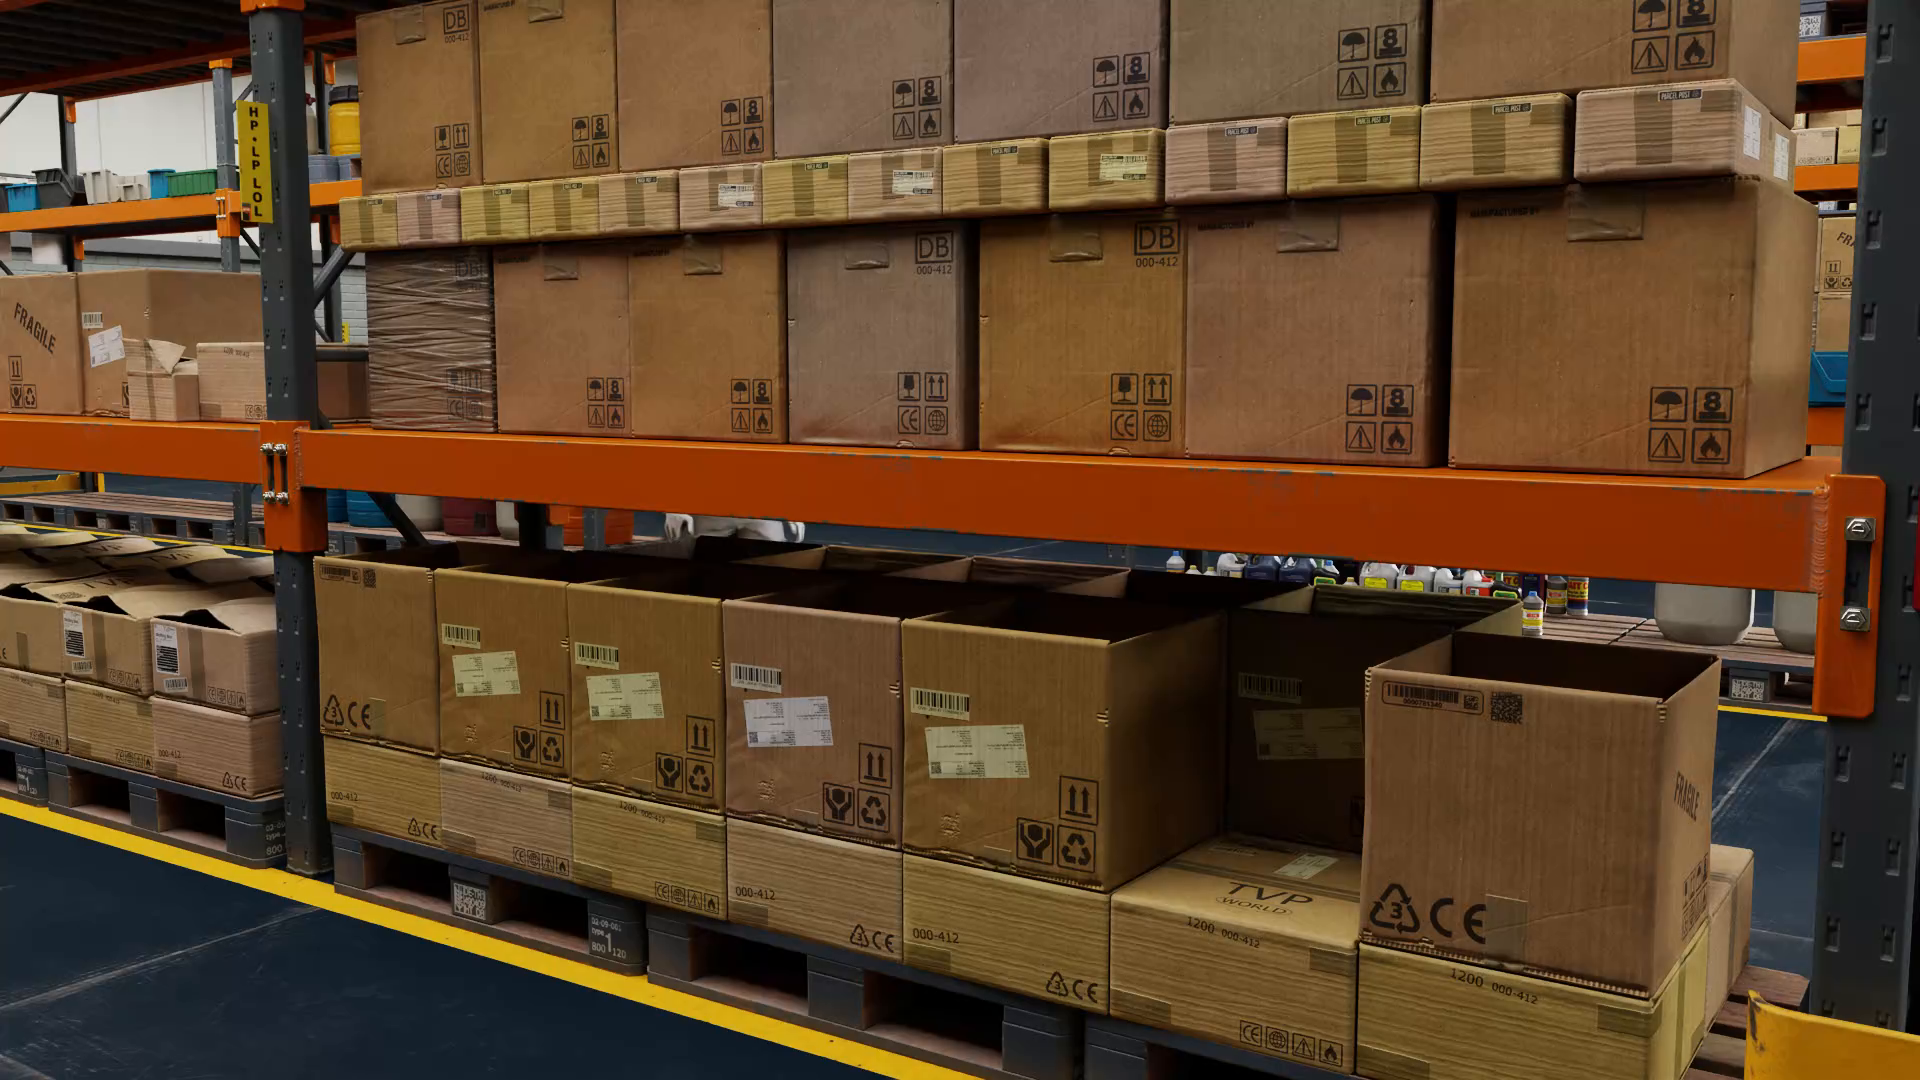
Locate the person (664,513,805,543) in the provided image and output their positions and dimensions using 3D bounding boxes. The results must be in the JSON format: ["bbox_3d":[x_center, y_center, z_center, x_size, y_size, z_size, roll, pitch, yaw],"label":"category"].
[{"bbox_3d":[-0.870,-0.102,6.426,0.561,1.792,0.530,-2,7,-18],"label":"person"}]
